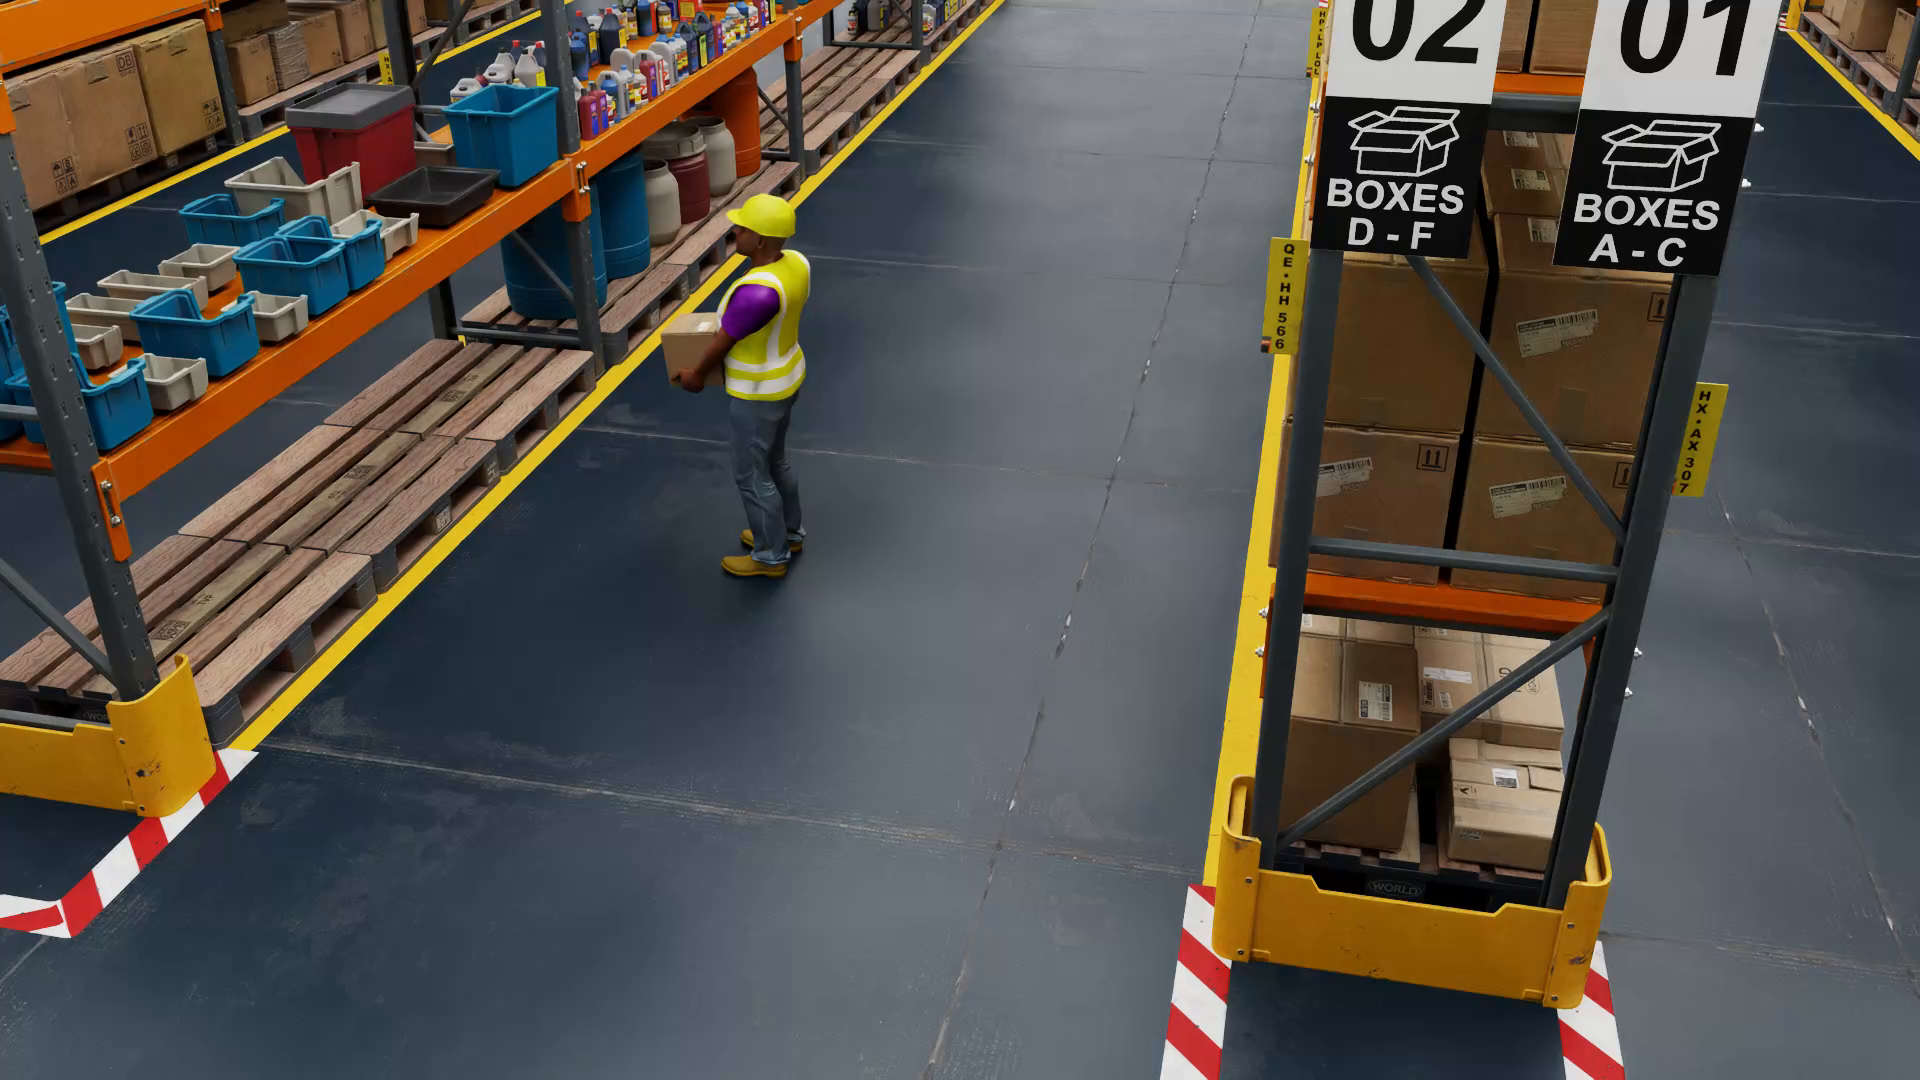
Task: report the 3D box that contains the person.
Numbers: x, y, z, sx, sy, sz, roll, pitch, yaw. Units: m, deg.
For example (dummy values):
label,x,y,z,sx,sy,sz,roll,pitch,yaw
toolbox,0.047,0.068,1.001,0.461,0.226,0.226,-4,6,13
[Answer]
label,x,y,z,sx,sy,sz,roll,pitch,yaw
person,-0.960,-0.679,7.350,0.577,1.761,0.502,6,29,11
